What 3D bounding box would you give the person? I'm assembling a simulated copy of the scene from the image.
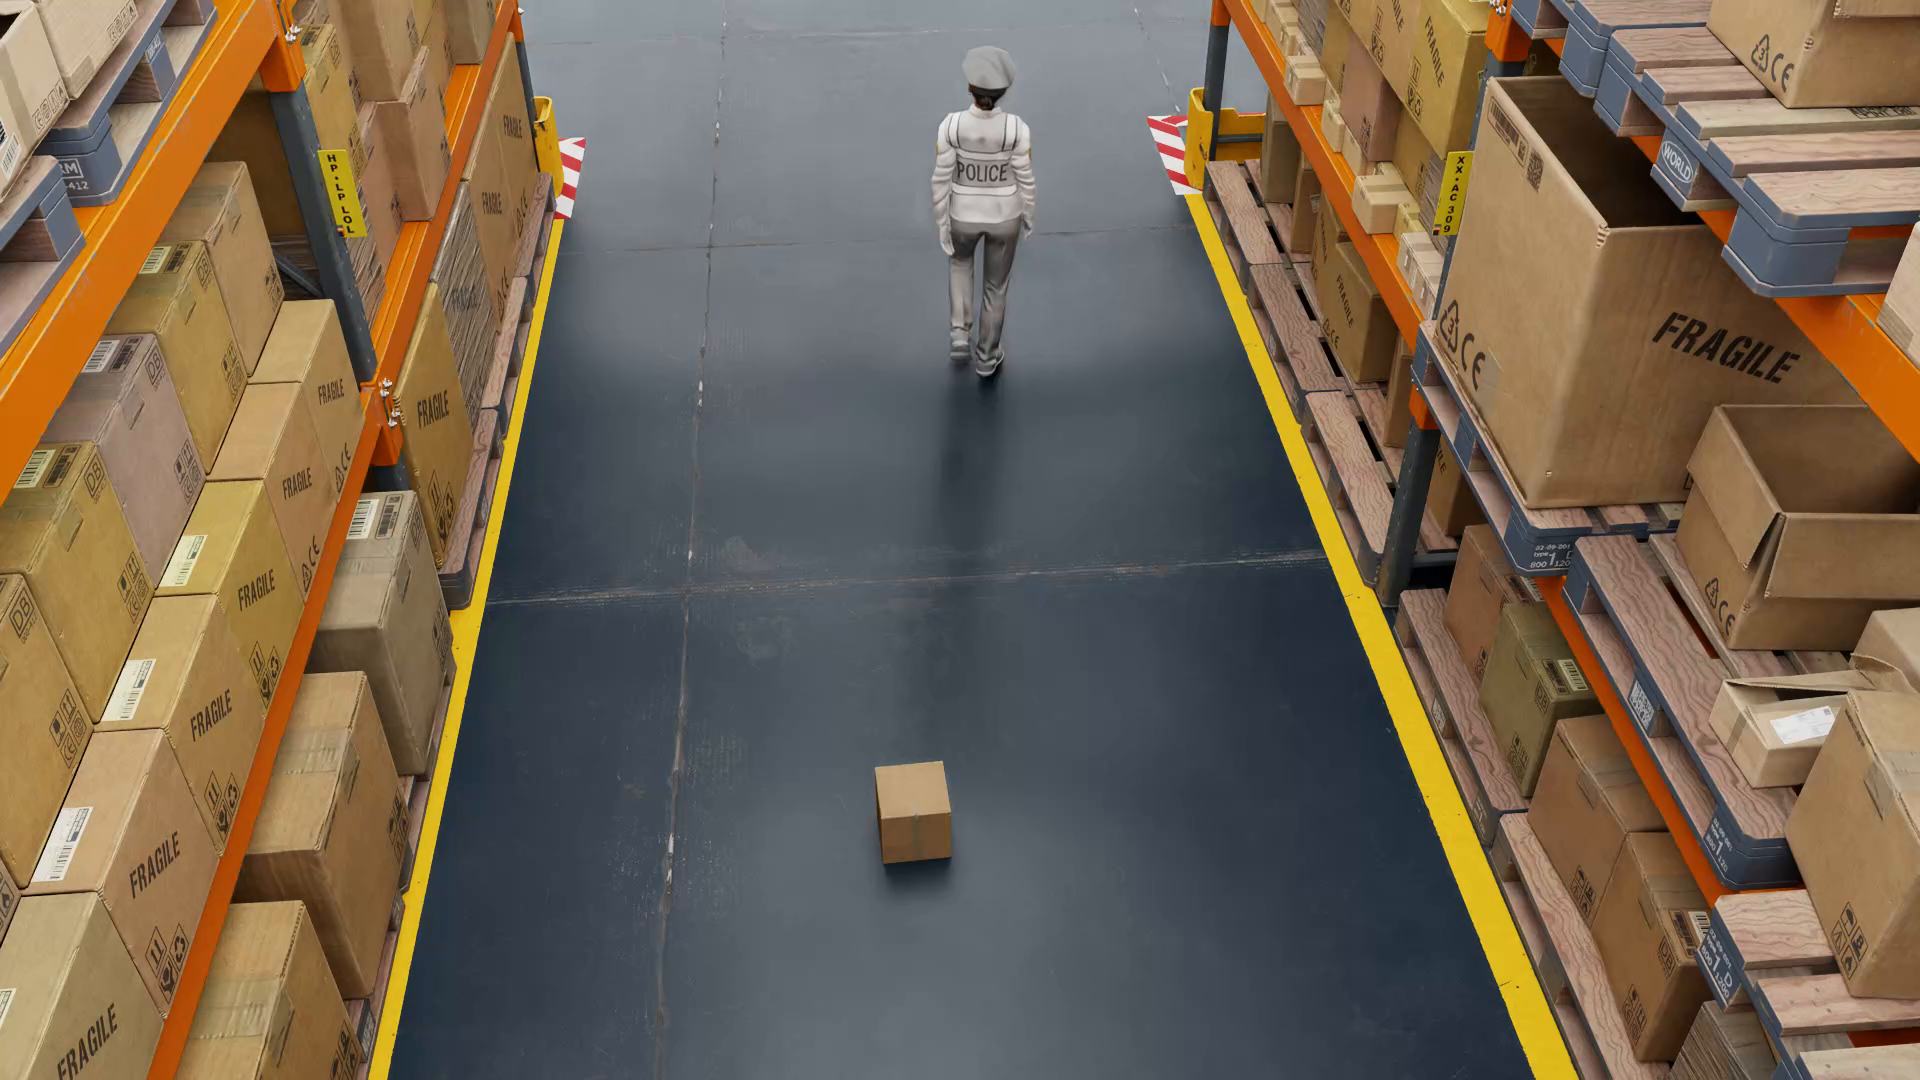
[{"bbox_3d":[0.121,-1.567,8.018,0.484,1.700,0.436,6,40,7],"label":"person"}]
